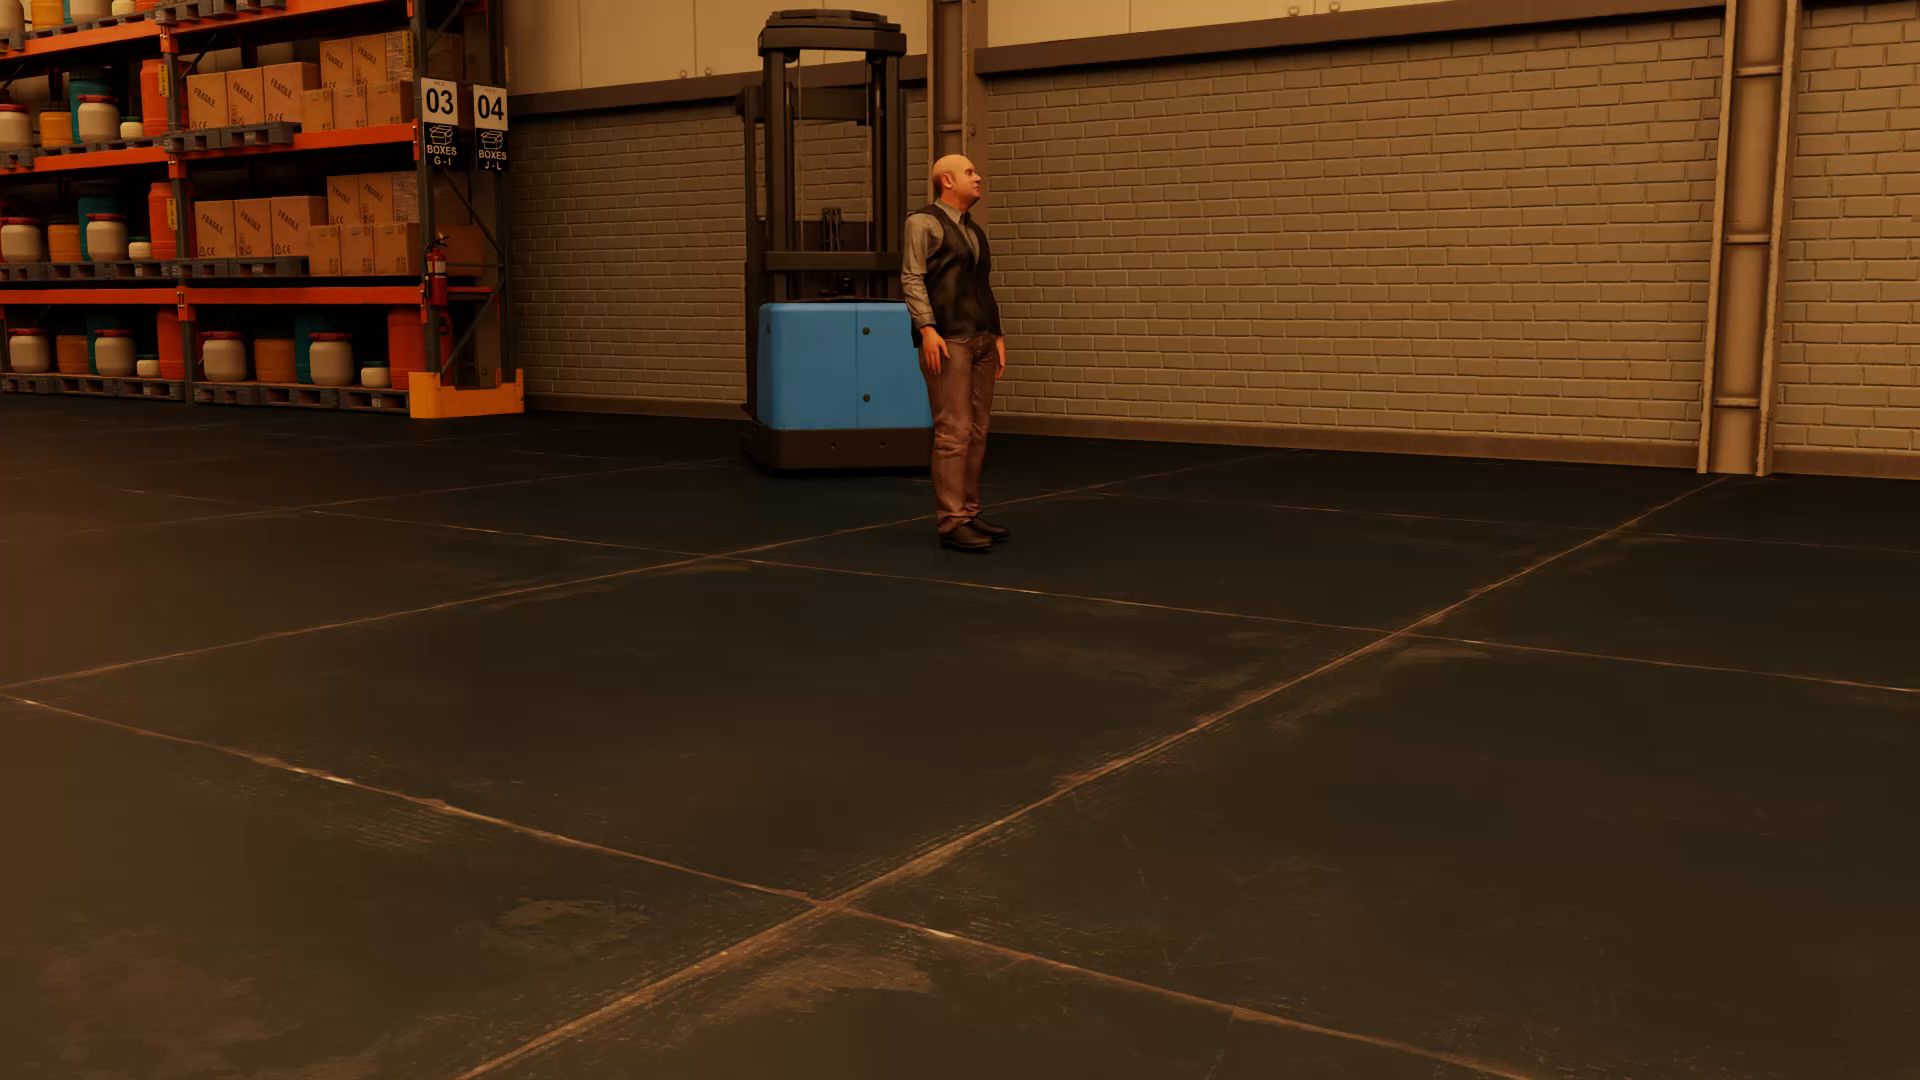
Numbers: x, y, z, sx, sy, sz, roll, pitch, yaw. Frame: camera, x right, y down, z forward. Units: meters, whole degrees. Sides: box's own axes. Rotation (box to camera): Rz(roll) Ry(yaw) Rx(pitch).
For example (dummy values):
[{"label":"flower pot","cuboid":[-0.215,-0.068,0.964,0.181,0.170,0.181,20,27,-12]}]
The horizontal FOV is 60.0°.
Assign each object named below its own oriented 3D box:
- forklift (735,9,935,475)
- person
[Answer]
[{"label":"forklift","cuboid":[-0.950,-2.031,11.477,1.130,2.935,3.031,-2,8,-12]},{"label":"person","cuboid":[0.047,-0.854,7.441,0.568,1.720,0.632,5,10,34]}]
